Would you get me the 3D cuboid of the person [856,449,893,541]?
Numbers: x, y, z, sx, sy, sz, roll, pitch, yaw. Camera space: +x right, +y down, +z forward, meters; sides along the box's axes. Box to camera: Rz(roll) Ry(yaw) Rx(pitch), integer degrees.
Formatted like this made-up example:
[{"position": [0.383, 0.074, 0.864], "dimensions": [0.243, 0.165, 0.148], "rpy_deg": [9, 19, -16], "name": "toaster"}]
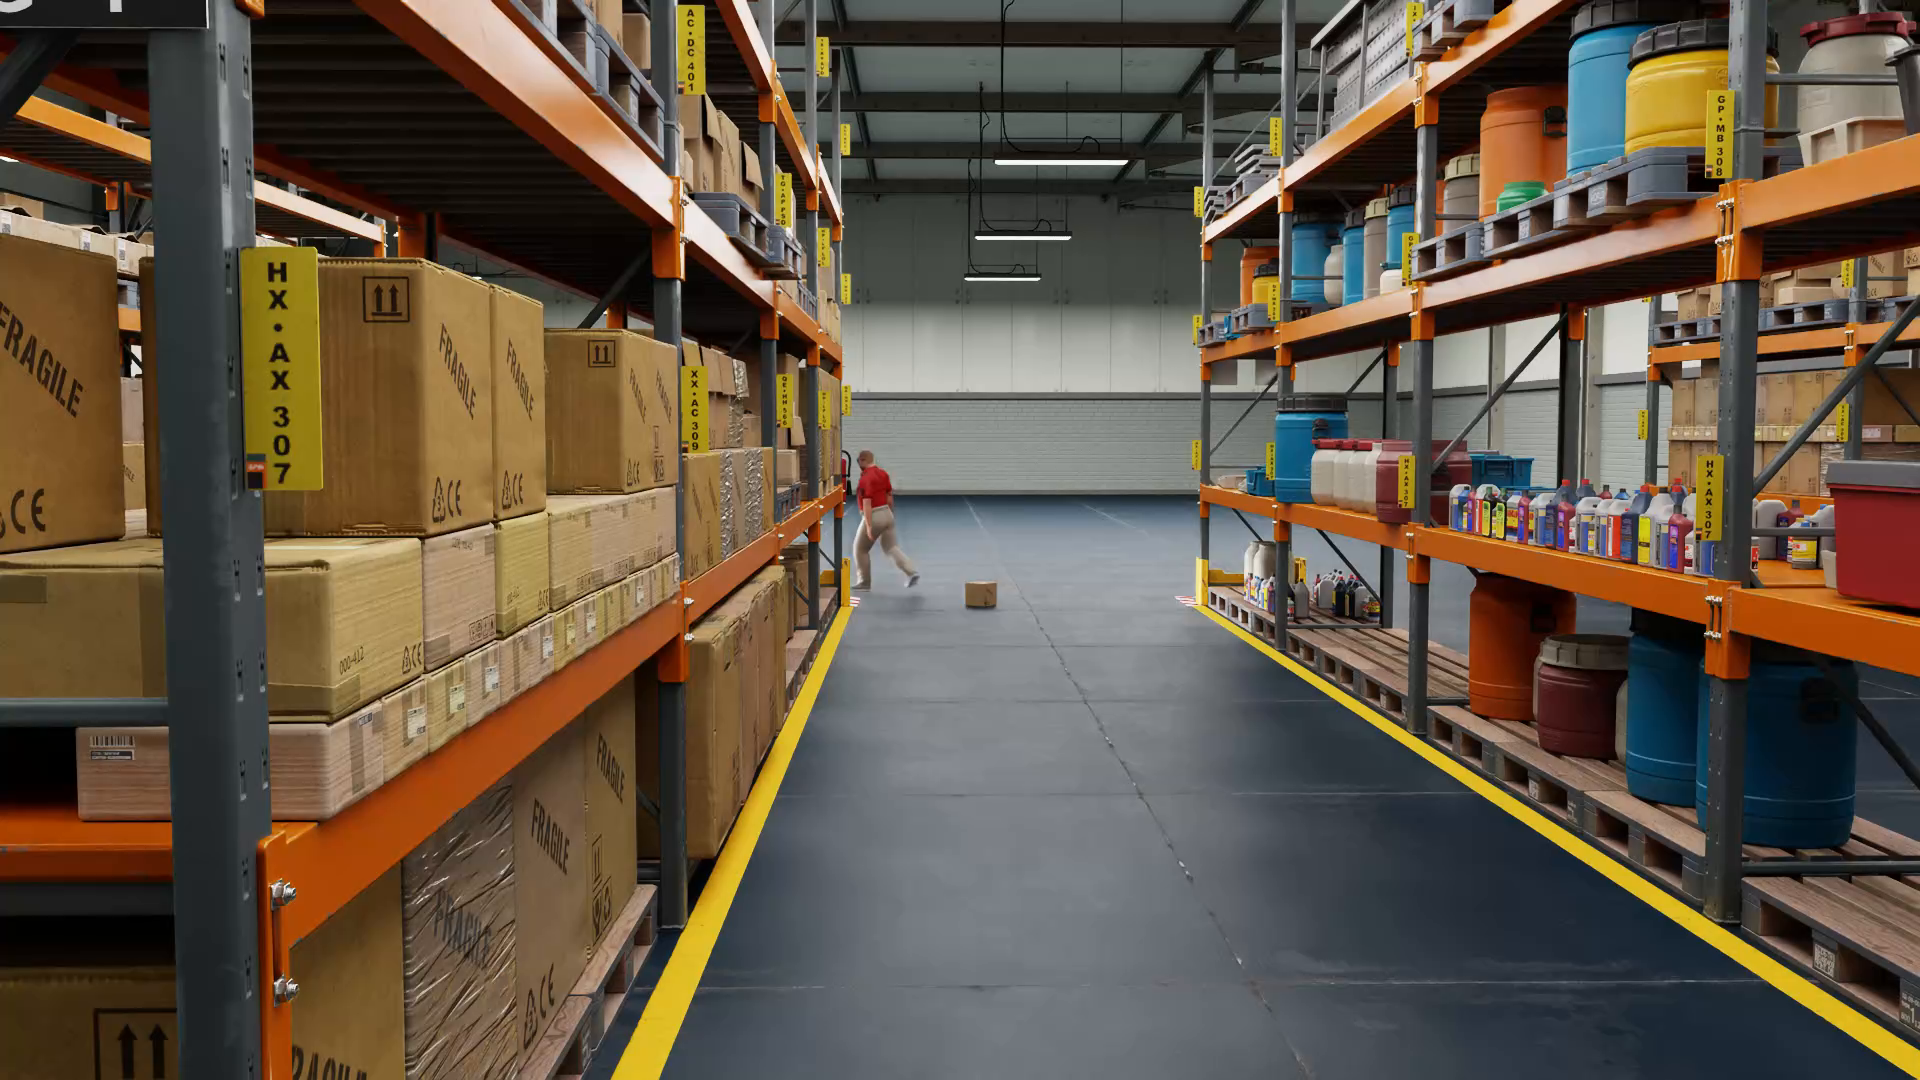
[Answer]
[{"position": [-1.013, -0.528, 19.359], "dimensions": [0.314, 1.058, 0.632], "rpy_deg": [2, 4, 29], "name": "person"}]
